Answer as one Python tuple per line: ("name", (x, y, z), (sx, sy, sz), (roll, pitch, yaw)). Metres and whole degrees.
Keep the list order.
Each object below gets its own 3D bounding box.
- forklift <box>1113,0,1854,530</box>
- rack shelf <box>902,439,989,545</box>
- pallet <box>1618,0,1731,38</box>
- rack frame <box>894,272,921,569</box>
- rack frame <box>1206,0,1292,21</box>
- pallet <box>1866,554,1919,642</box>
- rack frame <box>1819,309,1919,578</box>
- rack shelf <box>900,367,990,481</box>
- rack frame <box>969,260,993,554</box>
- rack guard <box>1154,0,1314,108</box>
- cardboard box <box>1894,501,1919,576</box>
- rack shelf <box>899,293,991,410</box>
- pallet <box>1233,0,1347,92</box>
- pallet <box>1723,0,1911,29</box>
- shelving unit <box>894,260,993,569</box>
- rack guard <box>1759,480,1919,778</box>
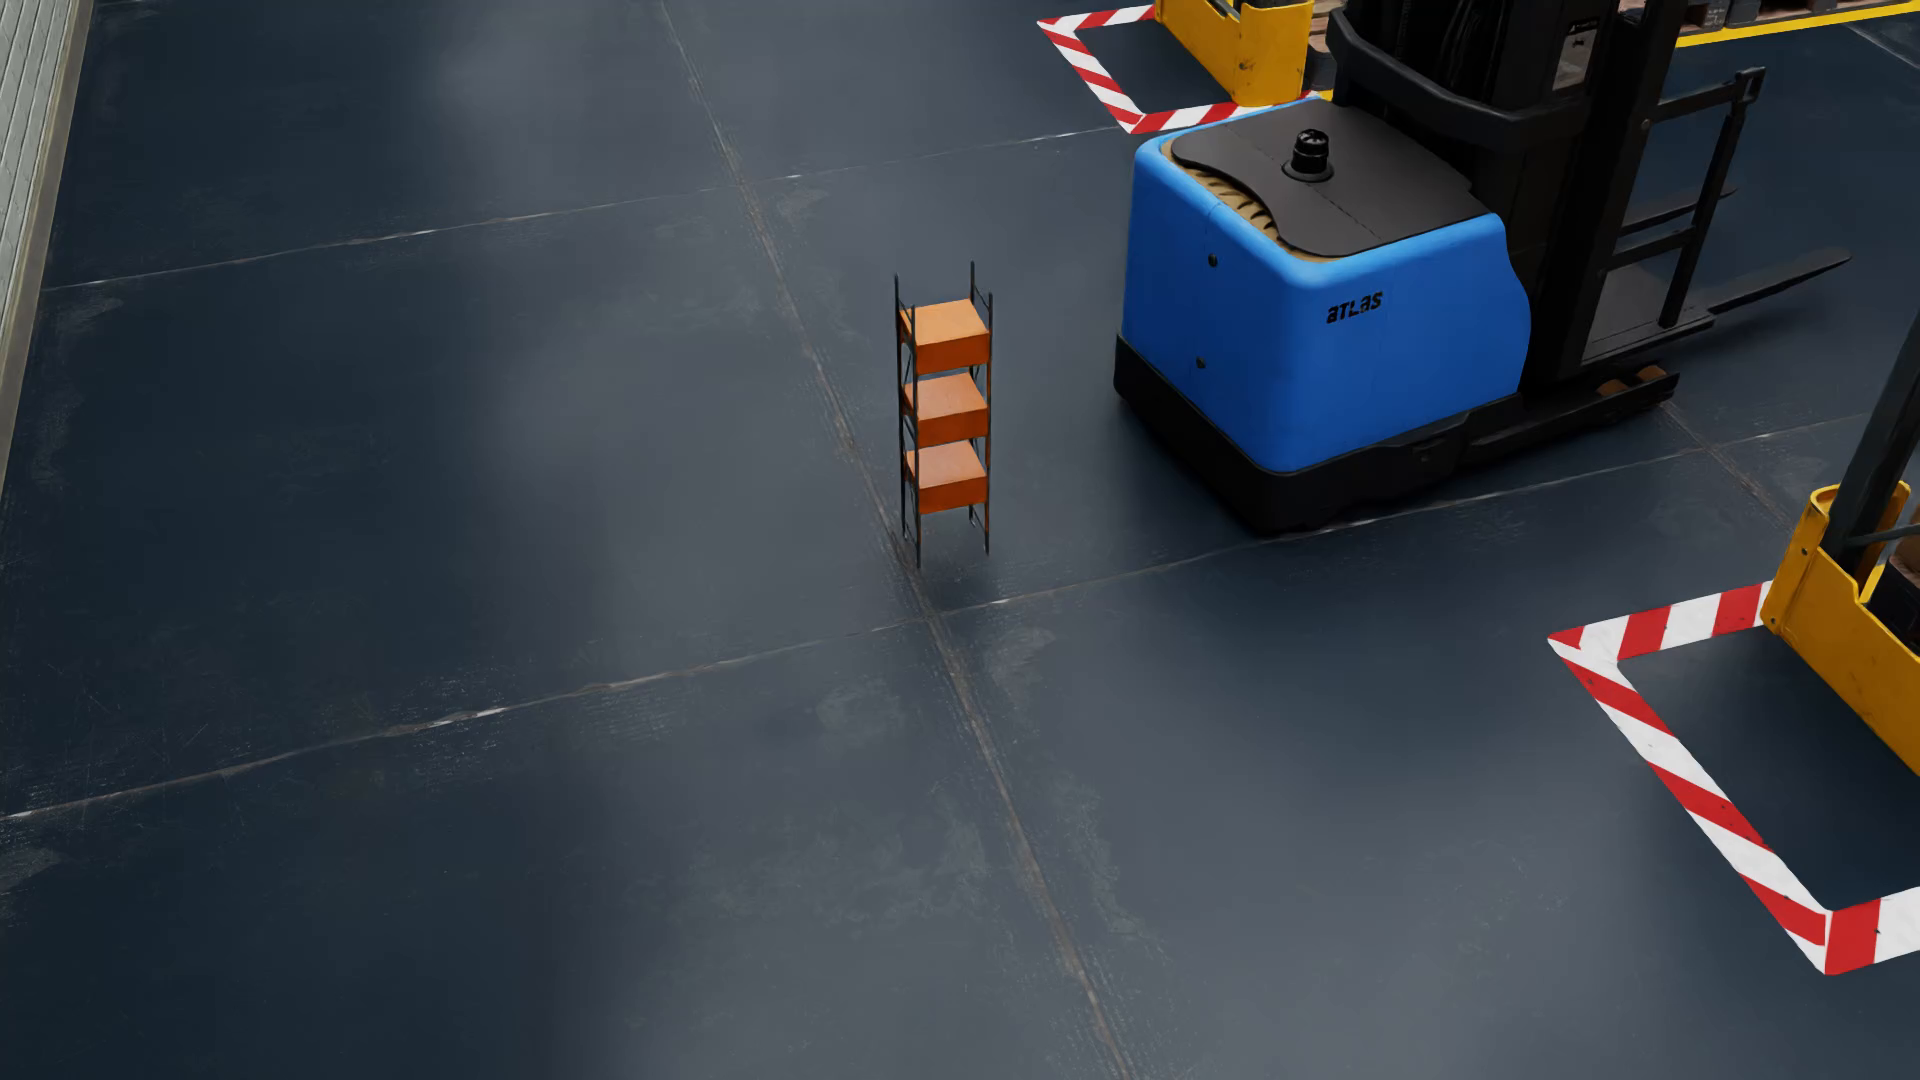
("forklift", (2.130, -1.827, 5.614), (3.031, 2.935, 1.130), (-19, 45, -21))
("rack shelf", (-0.051, -0.168, 5.582), (0.240, 0.259, 0.215), (-12, 42, -13))
("pallet", (3.351, -2.987, 9.008), (1.213, 0.211, 1.003), (-12, 42, -13))
("rack frame", (-0.167, -0.361, 5.365), (0.008, 1.050, 0.200), (-12, 42, -13))
("rack frame", (1.391, -3.660, 7.659), (0.127, 3.000, 1.000), (-12, 42, -13))
("pallet", (3.708, 0.327, 5.216), (1.213, 0.211, 1.003), (-12, 42, -13))
("rack frame", (2.876, -0.551, 4.100), (0.127, 3.000, 1.000), (-12, 42, -13))
("rack shelf", (-0.051, -0.377, 5.399), (0.240, 0.259, 0.215), (-12, 42, -13))
("rack frame", (0.065, -0.409, 5.420), (0.008, 1.050, 0.200), (-12, 42, -13))
("rack guard", (1.372, -2.706, 8.467), (0.348, 0.500, 1.175), (-12, 42, -13))
("cardboard box", (3.320, -0.037, 5.078), (0.500, 0.500, 0.500), (-12, 42, -13))
("rack shelf", (-0.051, -0.591, 5.213), (0.240, 0.259, 0.215), (-12, 42, -13))
("pallet", (2.190, -2.748, 8.735), (1.213, 0.211, 1.003), (-12, 42, -13))
("pallet", (4.517, -3.231, 9.287), (1.213, 0.211, 1.003), (-12, 42, -13))
("shelving unit", (-0.051, -0.385, 5.392), (0.252, 1.050, 0.215), (-12, 42, -13))
("rack guard", (2.948, 0.376, 4.940), (0.348, 0.500, 1.175), (-12, 42, -13))
